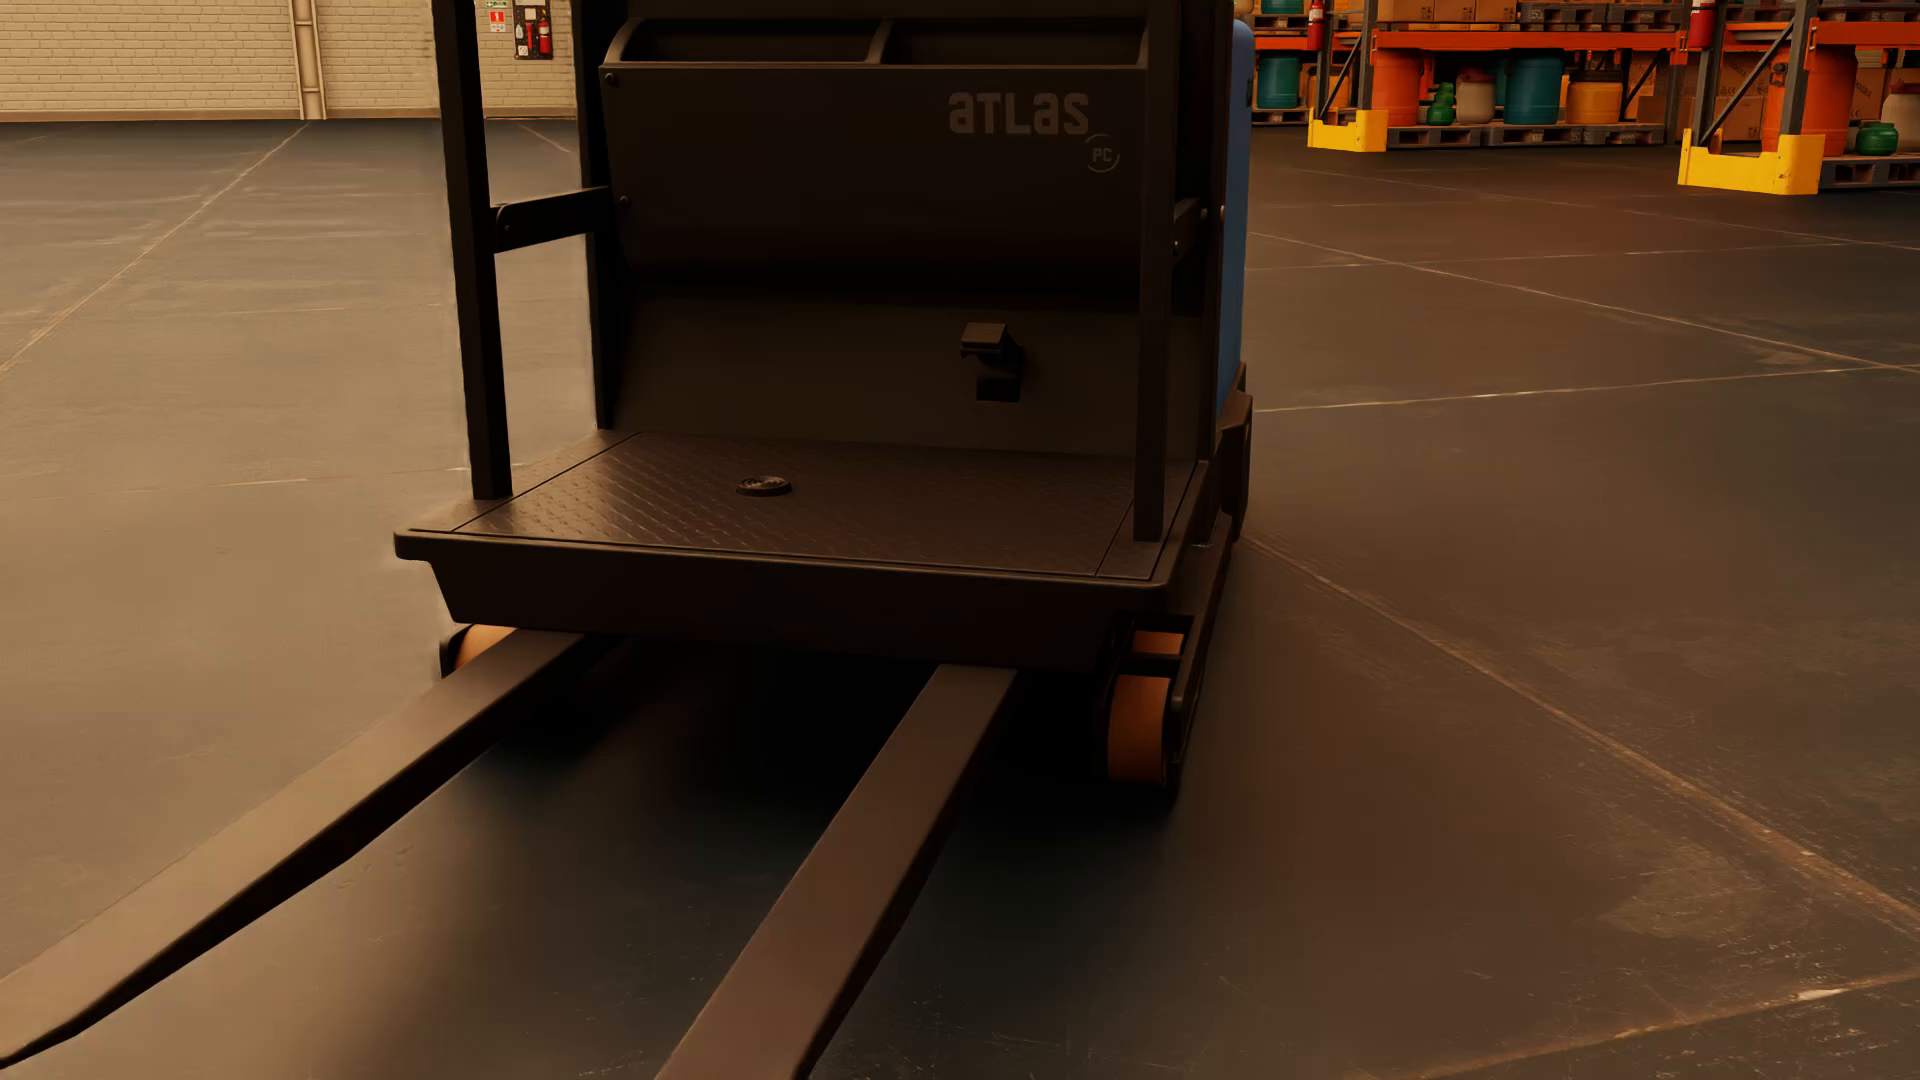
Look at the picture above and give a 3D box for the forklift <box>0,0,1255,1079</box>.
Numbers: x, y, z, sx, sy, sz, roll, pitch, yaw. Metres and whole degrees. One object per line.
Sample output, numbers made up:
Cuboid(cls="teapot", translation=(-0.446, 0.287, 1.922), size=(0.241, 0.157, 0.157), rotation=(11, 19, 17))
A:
Cuboid(cls="forklift", translation=(-0.164, -1.168, 2.339), size=(1.130, 2.935, 3.031), rotation=(4, 17, 12))
